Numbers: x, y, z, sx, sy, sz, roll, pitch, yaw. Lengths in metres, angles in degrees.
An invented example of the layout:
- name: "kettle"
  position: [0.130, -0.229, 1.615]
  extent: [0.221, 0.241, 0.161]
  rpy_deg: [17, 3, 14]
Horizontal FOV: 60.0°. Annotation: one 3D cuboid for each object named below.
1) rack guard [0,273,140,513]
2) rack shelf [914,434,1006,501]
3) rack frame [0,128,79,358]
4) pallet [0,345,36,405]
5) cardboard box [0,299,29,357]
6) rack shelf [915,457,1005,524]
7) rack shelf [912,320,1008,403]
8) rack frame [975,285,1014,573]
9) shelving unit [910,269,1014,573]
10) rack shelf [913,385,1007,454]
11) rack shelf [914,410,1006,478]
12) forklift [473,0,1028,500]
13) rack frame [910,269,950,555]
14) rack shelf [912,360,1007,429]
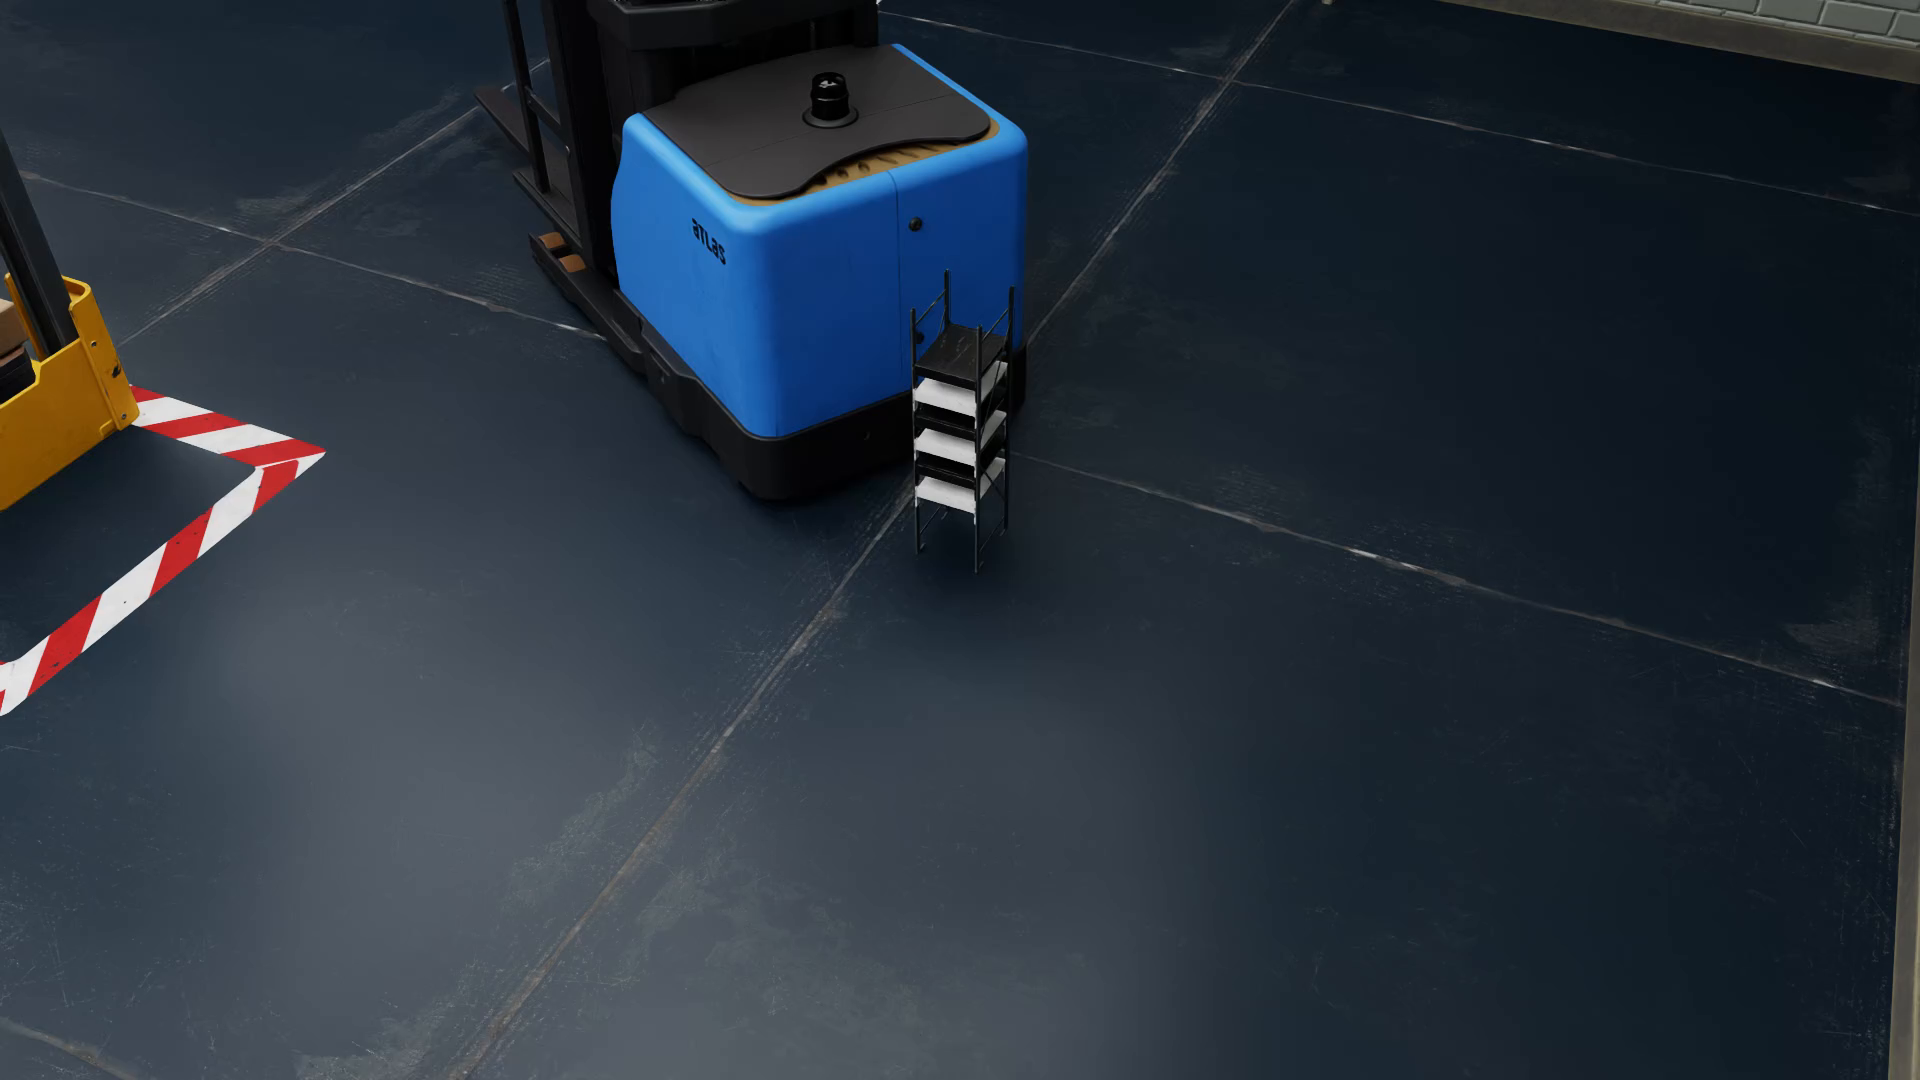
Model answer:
- name: "rack guard"
  position: [-3.217, -0.337, 5.257]
  extent: [0.348, 0.500, 1.175]
  rpy_deg: [17, 44, 19]
- name: "rack shelf"
  position: [0.007, -0.245, 5.033]
  extent: [0.200, 0.077, 0.258]
  rpy_deg: [17, 44, 19]
- name: "rack frame"
  position: [-3.148, -1.261, 4.414]
  extent: [0.127, 3.000, 1.000]
  rpy_deg: [17, 44, 19]
- name: "pallet"
  position: [-3.940, -0.448, 5.606]
  extent: [1.213, 0.211, 1.003]
  rpy_deg: [17, 44, 19]
- name: "cardboard box"
  position: [-3.383, -0.670, 5.573]
  extent: [0.250, 0.149, 0.380]
  rpy_deg: [17, 44, 19]
- name: "rack shelf"
  position: [0.007, -0.177, 5.092]
  extent: [0.200, 0.077, 0.258]
  rpy_deg: [17, 44, 19]
- name: "rack shelf"
  position: [0.007, -0.517, 4.798]
  extent: [0.200, 0.077, 0.258]
  rpy_deg: [17, 44, 19]
- name: "rack frame"
  position: [0.099, -0.310, 4.920]
  extent: [0.006, 0.900, 0.240]
  rpy_deg: [17, 44, 19]
- name: "shelving unit"
  position: [0.007, -0.338, 4.953]
  extent: [0.210, 0.900, 0.258]
  rpy_deg: [17, 44, 19]
- name: "rack shelf"
  position: [0.007, -0.381, 4.916]
  extent: [0.200, 0.077, 0.258]
  rpy_deg: [17, 44, 19]
- name: "rack shelf"
  position: [0.007, -0.313, 4.974]
  extent: [0.200, 0.077, 0.258]
  rpy_deg: [17, 44, 19]
- name: "forklift"
  position: [-0.996, -2.172, 5.518]
  extent: [1.130, 2.935, 3.031]
  rpy_deg: [-23, 46, -24]
- name: "rack frame"
  position: [-0.085, -0.366, 4.985]
  extent: [0.006, 0.900, 0.240]
  rpy_deg: [17, 44, 19]
- name: "rack shelf"
  position: [0.007, -0.449, 4.857]
  extent: [0.200, 0.077, 0.258]
  rpy_deg: [17, 44, 19]
